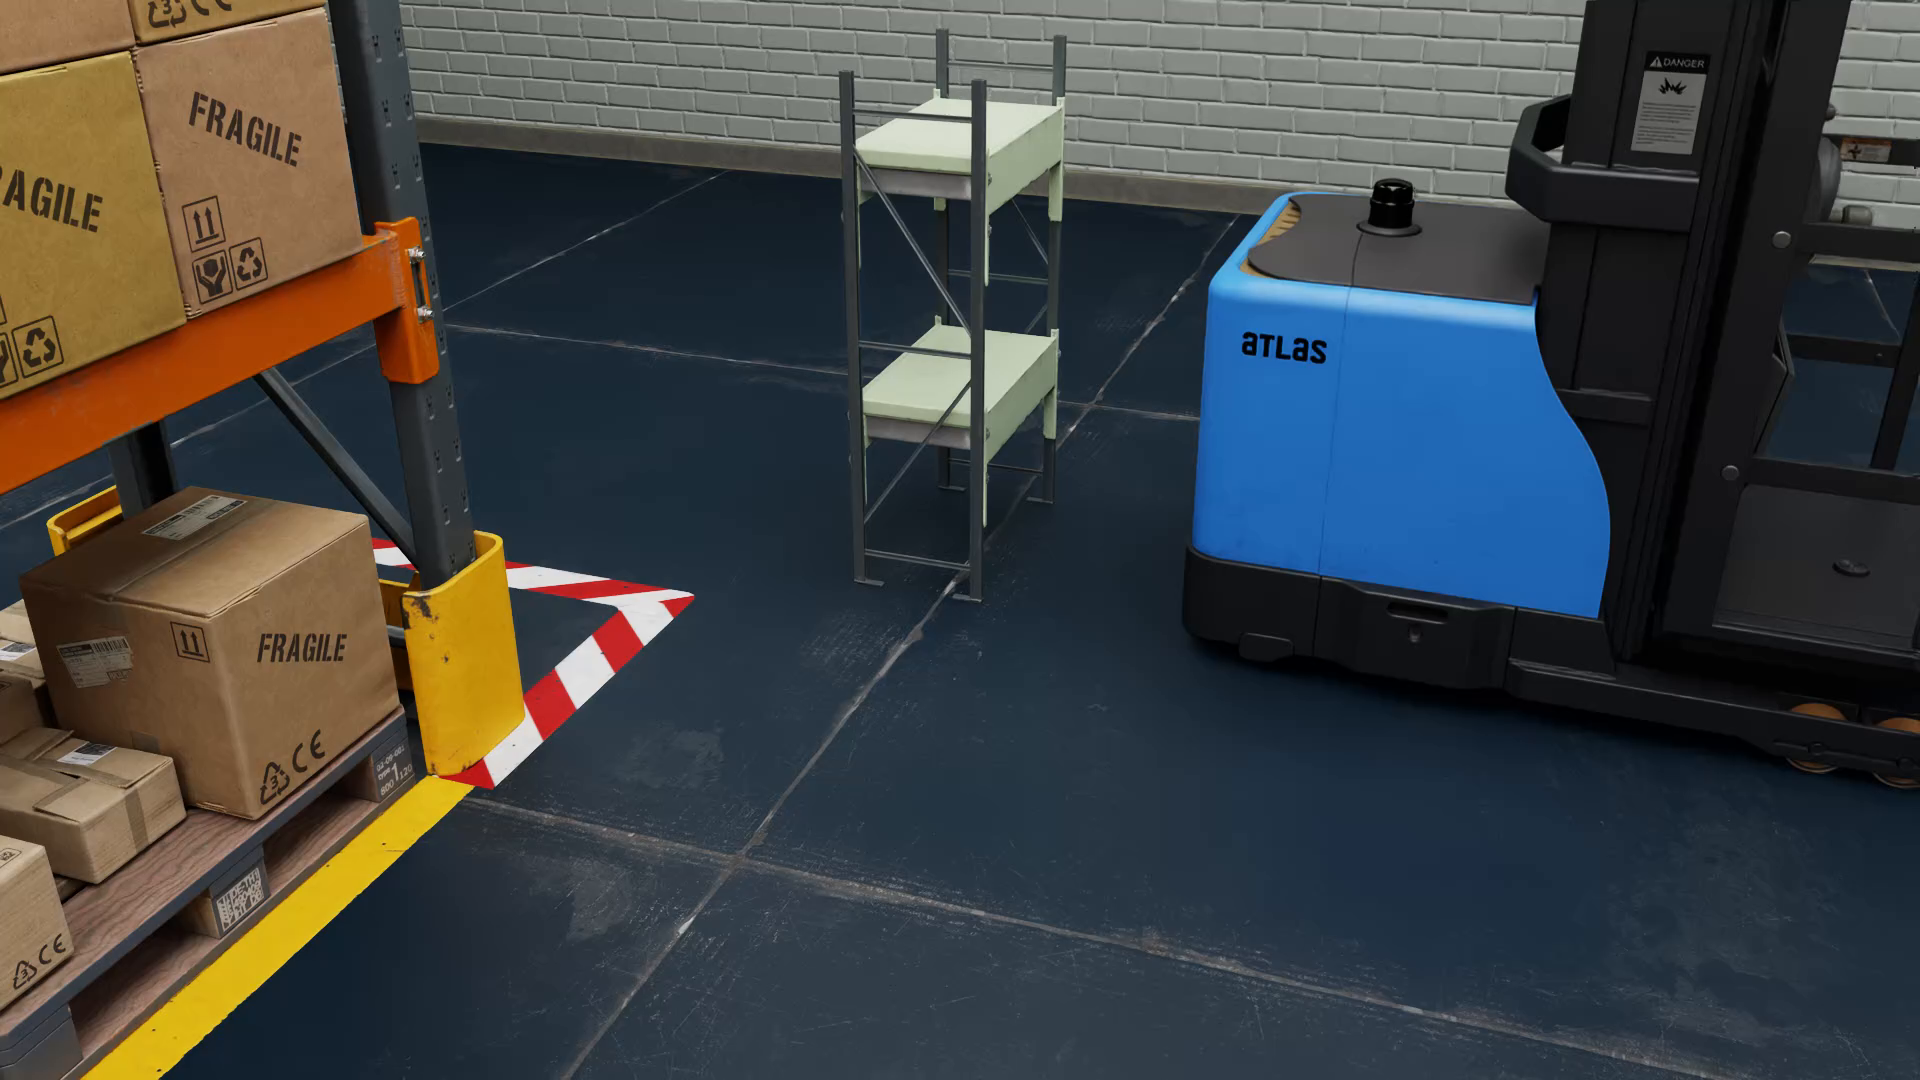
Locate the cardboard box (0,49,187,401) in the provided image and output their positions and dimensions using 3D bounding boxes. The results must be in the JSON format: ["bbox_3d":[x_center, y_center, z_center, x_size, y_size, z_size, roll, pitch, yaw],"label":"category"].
[{"bbox_3d":[-1.751,-0.560,2.850,0.500,0.500,0.500,9,27,18],"label":"cardboard box"}]

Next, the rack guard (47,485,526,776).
[{"bbox_3d":[-1.715,0.204,4.255,1.175,0.500,0.348,9,27,17],"label":"rack guard"}]

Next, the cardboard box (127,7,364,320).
[{"bbox_3d":[-1.582,-0.774,3.291,0.500,0.500,0.500,10,27,19],"label":"cardboard box"}]

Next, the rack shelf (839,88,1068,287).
[{"bbox_3d":[-0.002,-1.024,4.747,0.431,0.370,0.720,9,27,17],"label":"rack shelf"}]

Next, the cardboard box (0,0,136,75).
[{"bbox_3d":[-1.746,-1.017,2.646,0.500,0.500,0.500,10,27,19],"label":"cardboard box"}]

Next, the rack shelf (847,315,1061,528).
[{"bbox_3d":[-0.002,-0.379,5.060,0.431,0.370,0.720,9,27,17],"label":"rack shelf"}]

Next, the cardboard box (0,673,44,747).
[{"bbox_3d":[-2.305,0.475,3.477,0.500,0.250,0.500,9,27,17],"label":"cardboard box"}]

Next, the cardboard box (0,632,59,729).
[{"bbox_3d":[-2.236,0.350,3.832,0.380,0.166,0.250,9,27,17],"label":"cardboard box"}]

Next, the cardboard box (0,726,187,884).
[{"bbox_3d":[-1.858,0.537,3.444,0.380,0.166,0.250,9,27,17],"label":"cardboard box"}]

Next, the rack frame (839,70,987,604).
[{"bbox_3d":[-0.124,-0.522,4.607,0.400,1.500,0.023,9,27,17],"label":"rack frame"}]

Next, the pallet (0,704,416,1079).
[{"bbox_3d":[-1.979,0.662,3.641,1.003,0.211,1.213,9,27,17],"label":"pallet"}]

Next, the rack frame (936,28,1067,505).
[{"bbox_3d":[0.120,-0.823,5.228,0.400,1.500,0.023,9,27,17],"label":"rack frame"}]

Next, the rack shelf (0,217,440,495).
[{"bbox_3d":[-2.355,0.193,2.234,1.077,0.370,4.000,9,27,17],"label":"rack shelf"}]

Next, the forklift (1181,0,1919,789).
[{"bbox_3d":[2.187,-0.982,3.915,3.031,2.935,1.130,9,27,18],"label":"forklift"}]

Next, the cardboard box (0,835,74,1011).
[{"bbox_3d":[-1.983,0.732,2.946,0.500,0.250,0.500,9,27,17],"label":"cardboard box"}]

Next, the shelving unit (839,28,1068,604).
[{"bbox_3d":[-0.002,-0.672,4.917,0.431,1.500,0.755,9,27,17],"label":"shelving unit"}]

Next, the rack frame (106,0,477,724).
[{"bbox_3d":[-1.690,-0.952,3.775,1.000,3.000,0.127,9,27,17],"label":"rack frame"}]

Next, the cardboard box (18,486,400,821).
[{"bbox_3d":[-1.638,0.234,3.688,0.500,0.500,0.500,9,27,17],"label":"cardboard box"}]

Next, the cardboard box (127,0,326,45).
[{"bbox_3d":[-1.579,-1.225,3.075,0.500,0.500,0.500,9,27,17],"label":"cardboard box"}]

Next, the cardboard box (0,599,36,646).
[{"bbox_3d":[-2.153,0.255,4.048,0.380,0.149,0.250,9,27,17],"label":"cardboard box"}]
